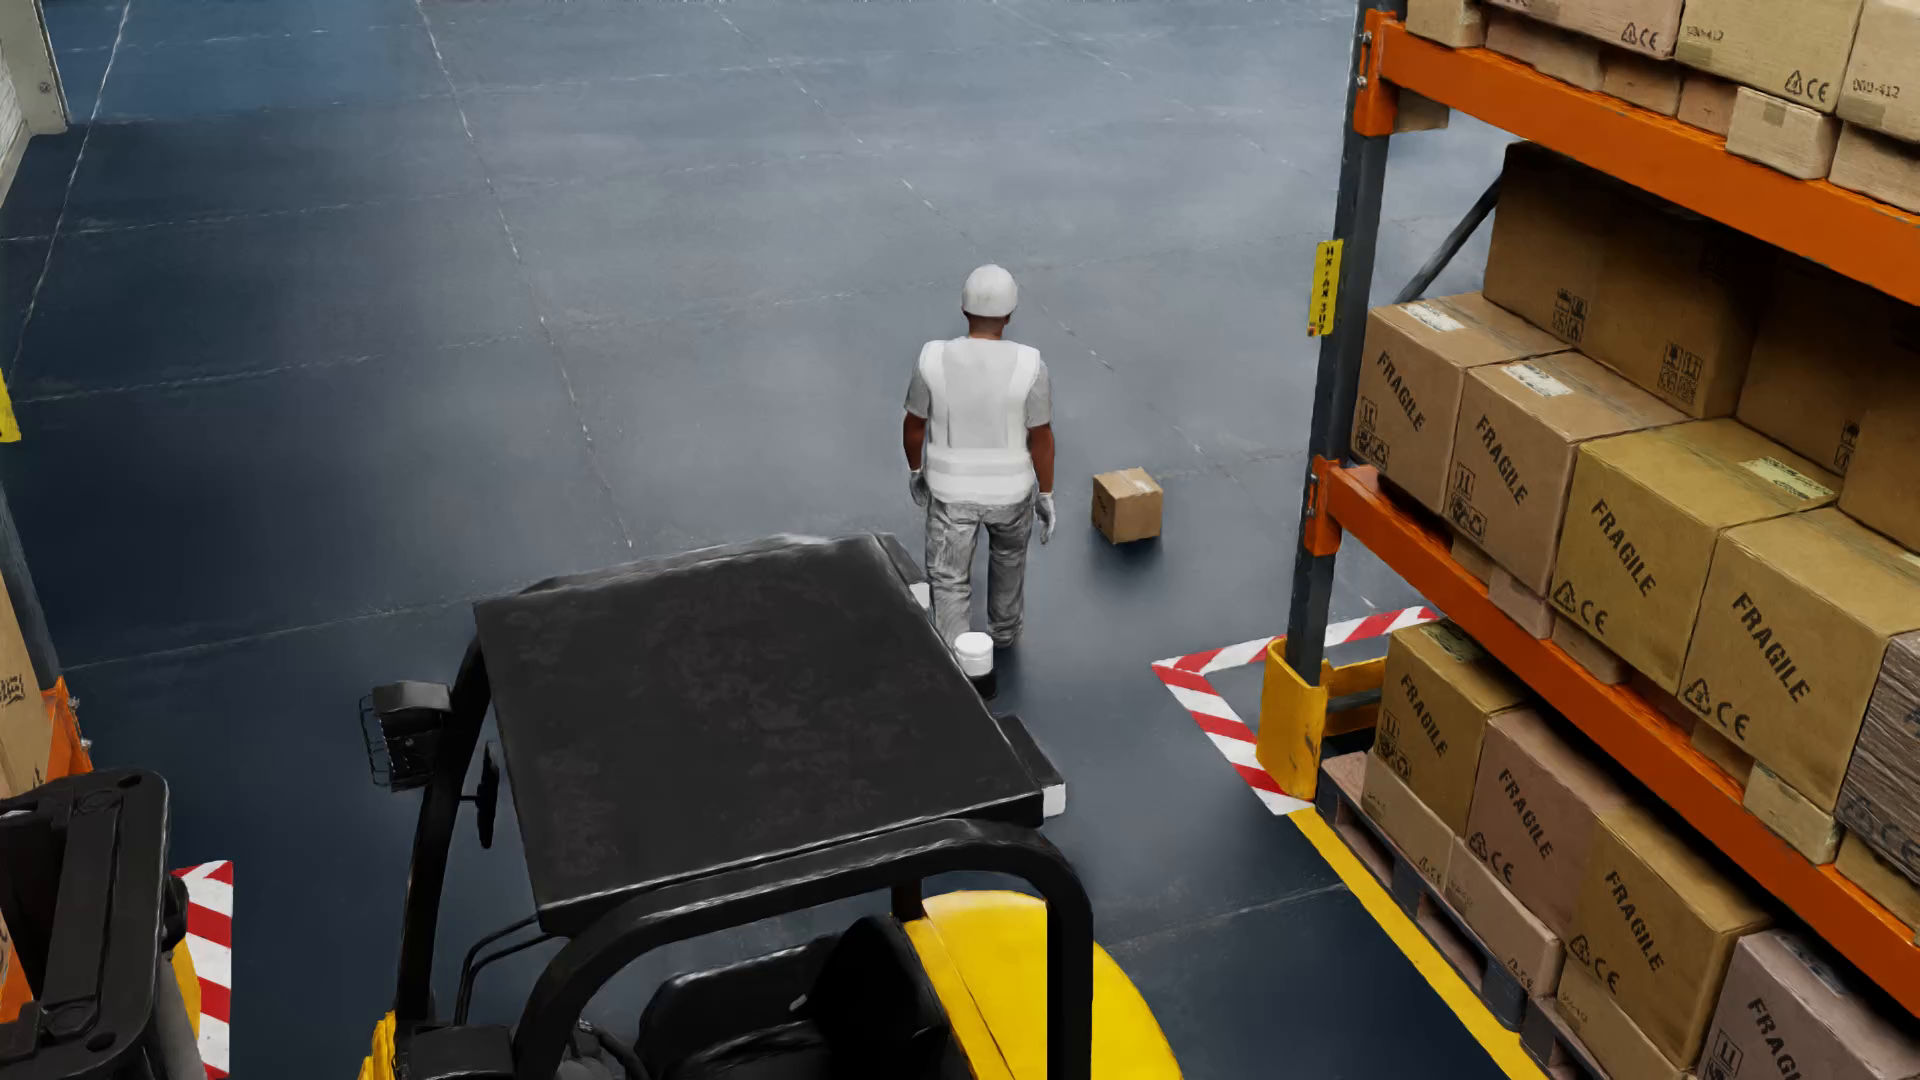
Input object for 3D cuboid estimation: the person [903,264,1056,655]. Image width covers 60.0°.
[{"bbox_3d":[0.075,-0.210,6.511,0.596,1.758,0.936,1,30,1],"label":"person"}]
